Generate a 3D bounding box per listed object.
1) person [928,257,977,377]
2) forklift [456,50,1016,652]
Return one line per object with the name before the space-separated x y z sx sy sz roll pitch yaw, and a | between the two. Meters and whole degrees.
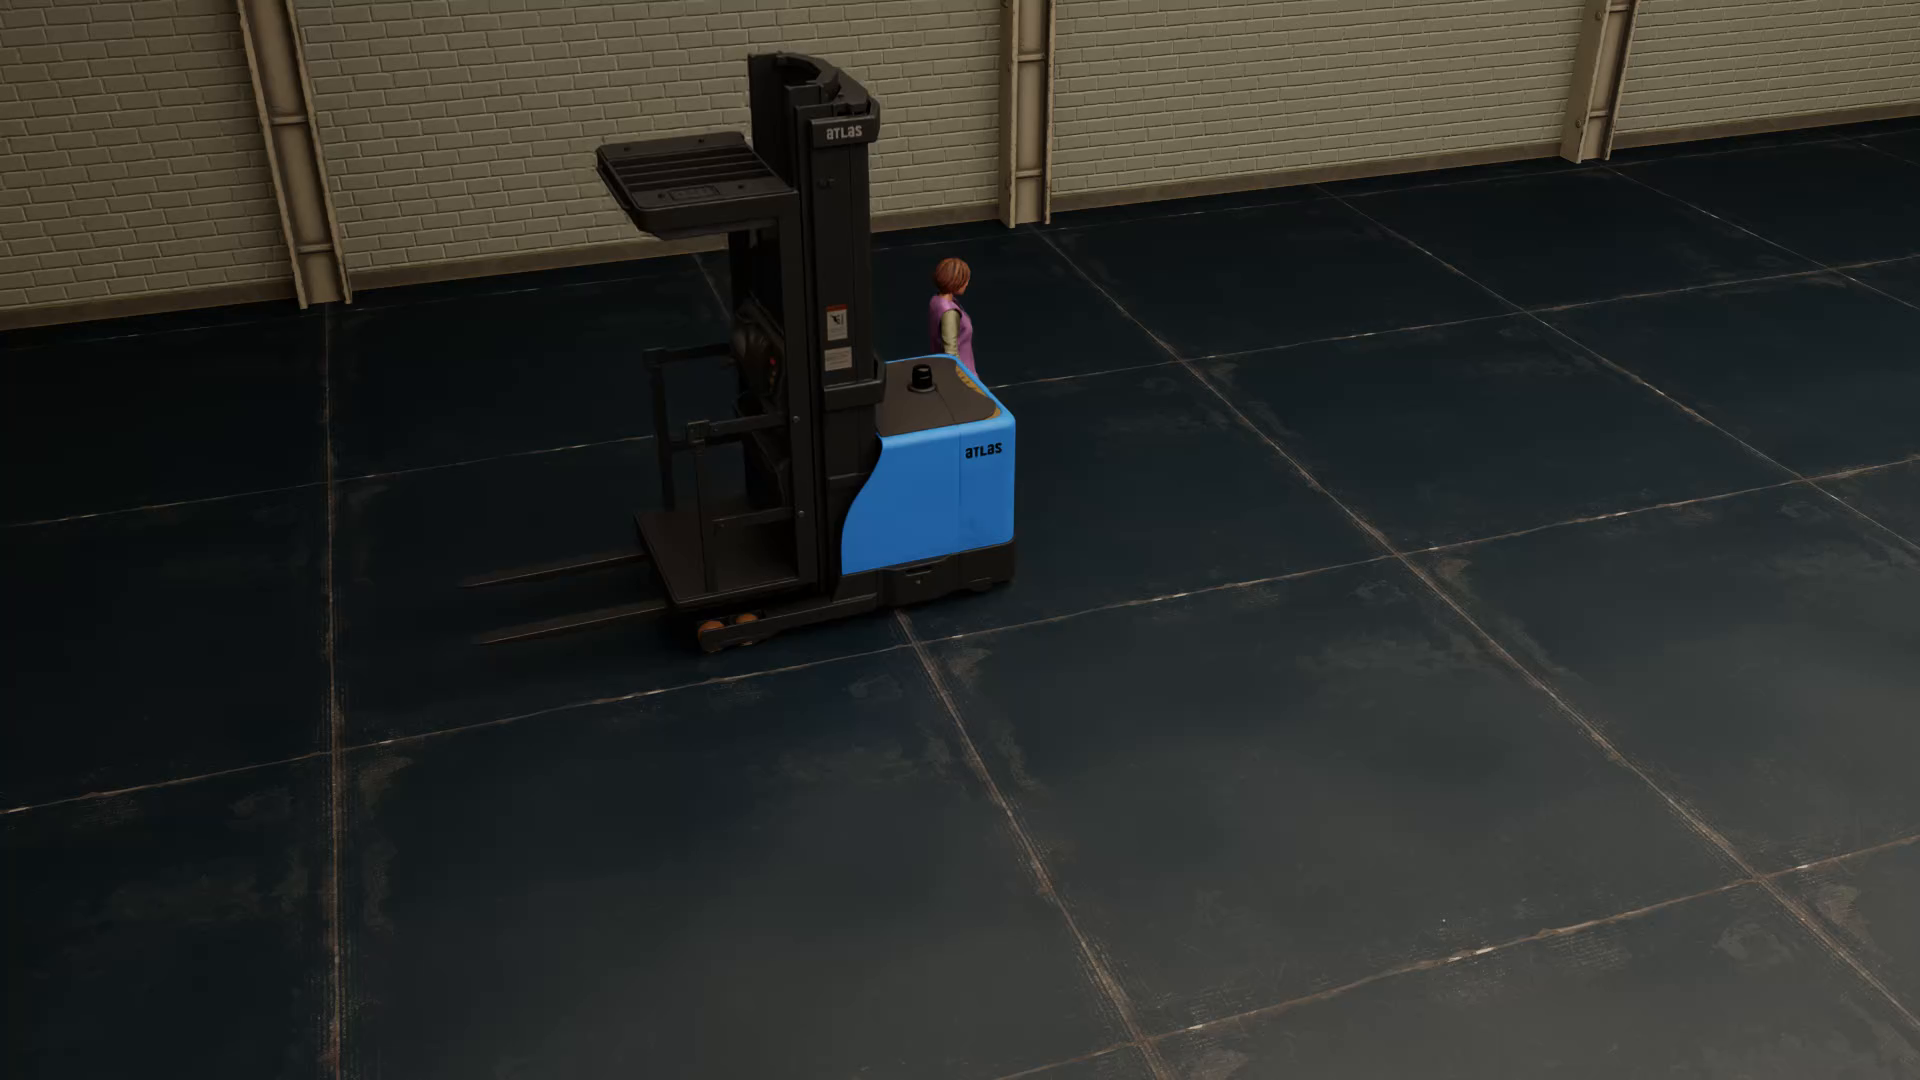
person | -0.036 -0.993 10.279 0.459 1.534 0.710 -1 30 -2
forklift | -1.251 -0.964 8.762 3.031 2.935 1.130 -11 32 -18
